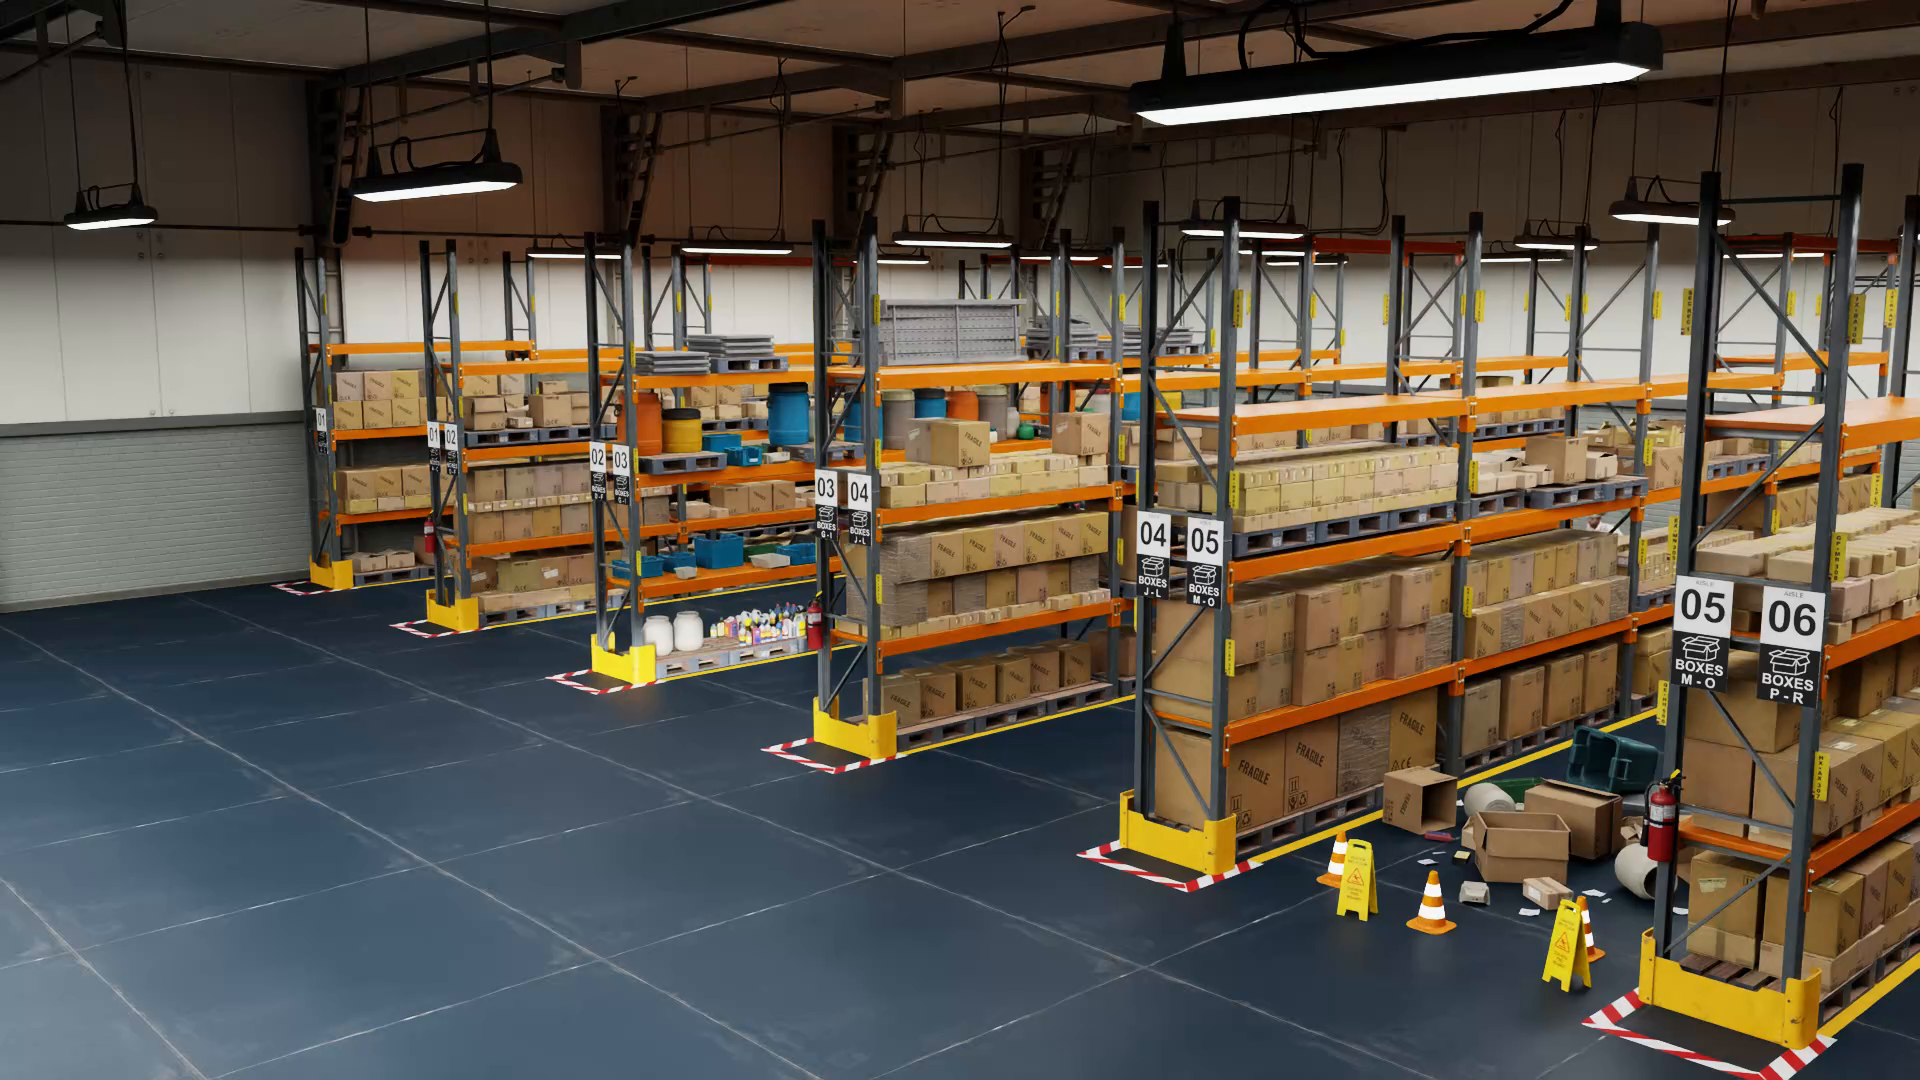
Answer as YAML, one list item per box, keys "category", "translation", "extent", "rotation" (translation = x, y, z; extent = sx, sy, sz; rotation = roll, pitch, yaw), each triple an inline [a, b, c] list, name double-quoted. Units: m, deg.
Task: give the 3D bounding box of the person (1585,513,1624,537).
- category: "person"
  translation: [10.680, 0.303, 27.607]
  extent: [0.716, 1.673, 0.707]
  rotation: [-6, 10, -34]
